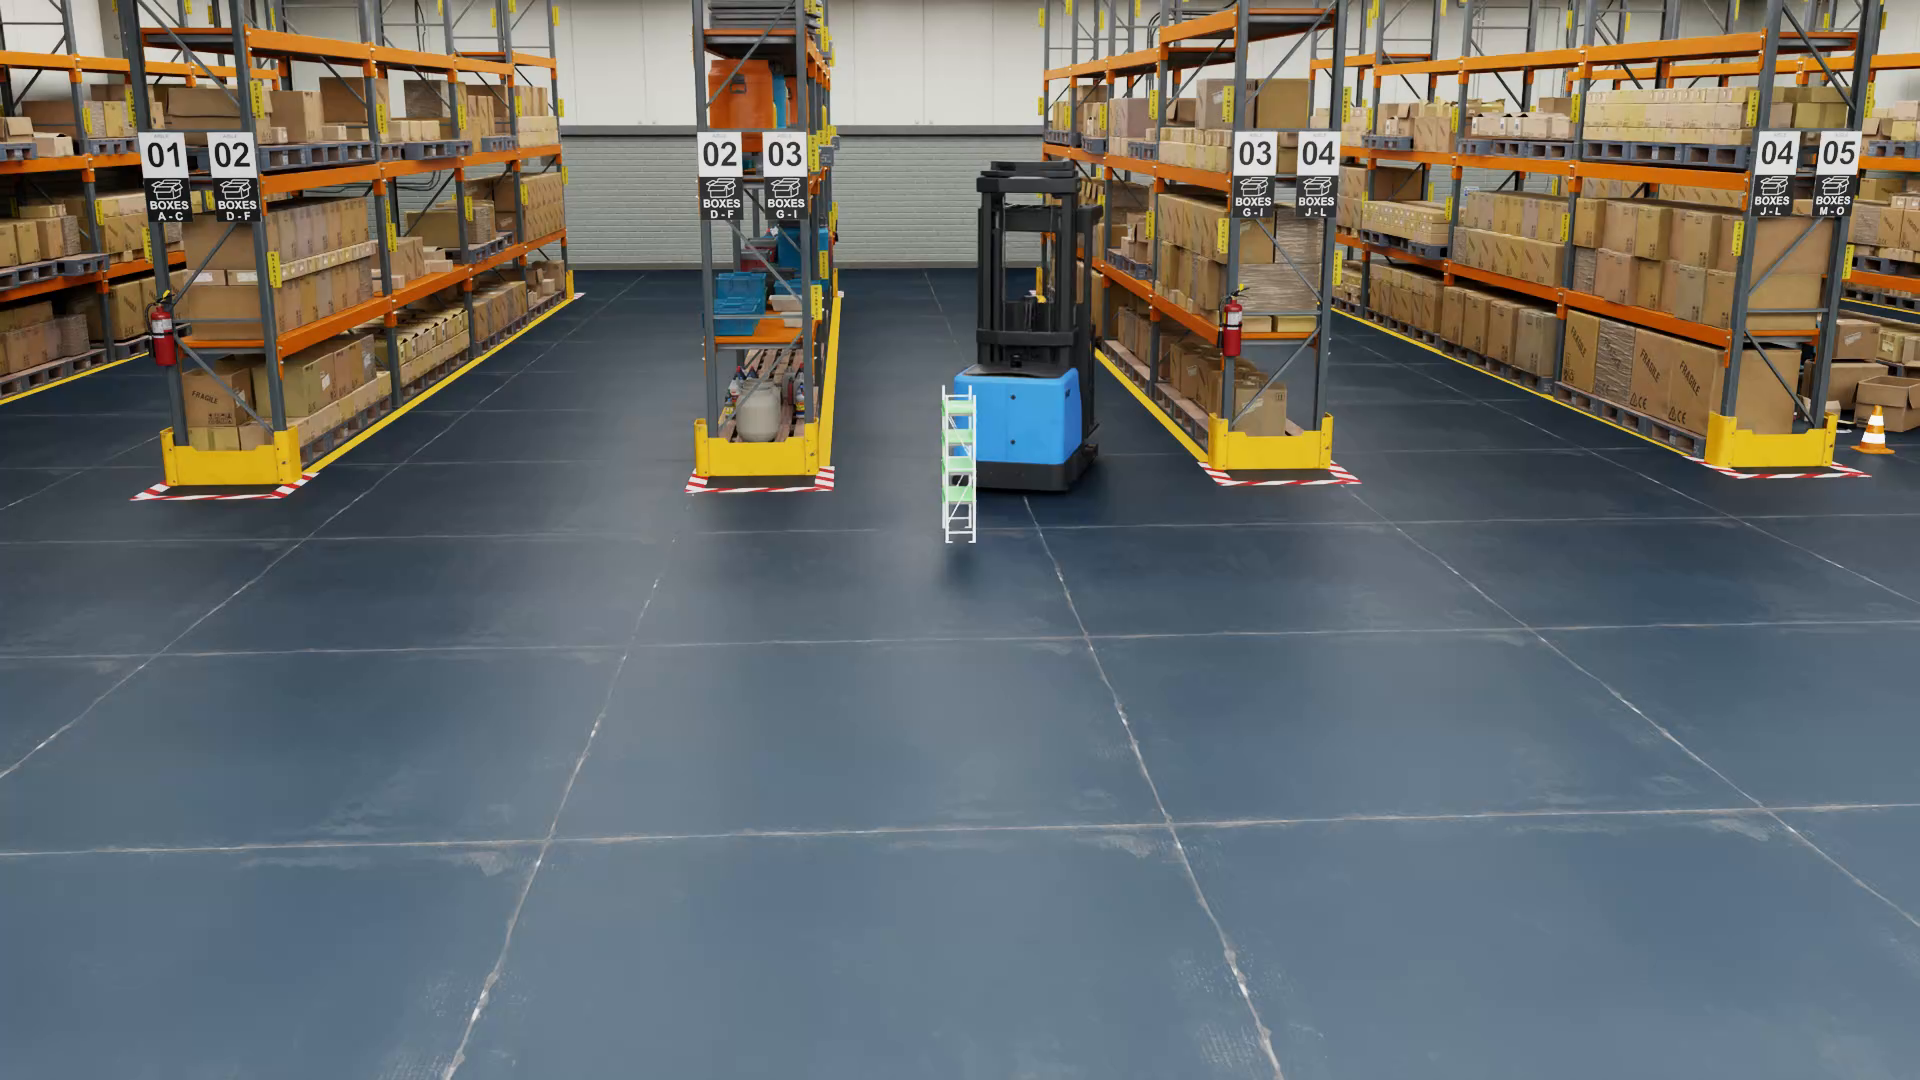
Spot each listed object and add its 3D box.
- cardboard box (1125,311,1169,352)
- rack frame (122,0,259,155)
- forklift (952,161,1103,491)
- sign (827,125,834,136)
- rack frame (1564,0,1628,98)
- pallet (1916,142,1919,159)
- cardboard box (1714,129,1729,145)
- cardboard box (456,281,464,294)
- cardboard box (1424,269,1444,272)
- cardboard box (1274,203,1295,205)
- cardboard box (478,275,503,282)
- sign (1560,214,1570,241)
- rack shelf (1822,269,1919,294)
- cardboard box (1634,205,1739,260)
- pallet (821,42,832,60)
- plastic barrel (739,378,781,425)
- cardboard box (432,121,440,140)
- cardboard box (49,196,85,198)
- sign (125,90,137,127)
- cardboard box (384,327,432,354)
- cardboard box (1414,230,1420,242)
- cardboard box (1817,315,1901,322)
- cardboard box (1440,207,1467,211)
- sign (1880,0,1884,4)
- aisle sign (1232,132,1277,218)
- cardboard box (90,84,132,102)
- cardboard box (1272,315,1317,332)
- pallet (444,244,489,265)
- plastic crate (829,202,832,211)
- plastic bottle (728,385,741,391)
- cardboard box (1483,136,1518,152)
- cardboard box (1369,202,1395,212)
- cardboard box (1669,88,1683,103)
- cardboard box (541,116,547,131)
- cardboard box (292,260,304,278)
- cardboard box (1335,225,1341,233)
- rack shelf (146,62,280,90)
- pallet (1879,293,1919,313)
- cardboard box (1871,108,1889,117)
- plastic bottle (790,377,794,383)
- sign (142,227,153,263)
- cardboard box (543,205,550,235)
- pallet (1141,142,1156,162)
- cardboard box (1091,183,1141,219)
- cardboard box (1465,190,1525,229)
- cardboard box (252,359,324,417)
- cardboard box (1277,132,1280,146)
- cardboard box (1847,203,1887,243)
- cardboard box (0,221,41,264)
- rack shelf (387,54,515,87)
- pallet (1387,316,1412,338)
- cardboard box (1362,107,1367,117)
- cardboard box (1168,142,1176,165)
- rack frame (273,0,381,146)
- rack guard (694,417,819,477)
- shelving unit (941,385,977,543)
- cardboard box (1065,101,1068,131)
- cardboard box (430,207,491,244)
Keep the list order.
[{"bbox_3d":[2.658,-2.856,22.740,0.700,0.500,0.500,-2,15,-8],"label":"cardboard box"},{"bbox_3d":[-6.842,-4.921,14.594,1.000,3.000,0.127,-1,14,-3],"label":"rack frame"},{"bbox_3d":[0.766,-2.182,16.126,1.130,2.935,3.031,3,15,13],"label":"forklift"},{"bbox_3d":[-2.092,-6.541,26.890,0.100,0.325,0.005,-1,14,-3],"label":"sign"},{"bbox_3d":[11.945,-9.205,31.245,1.000,3.000,0.127,-1,14,-3],"label":"rack frame"},{"bbox_3d":[12.757,-4.832,20.646,1.213,0.211,1.003,-1,14,-3],"label":"pallet"},{"bbox_3d":[7.629,-3.942,16.269,0.380,0.149,0.250,-1,14,-3],"label":"cardboard box"},{"bbox_3d":[-7.705,-3.868,25.170,0.500,0.250,0.500,-1,14,-4],"label":"cardboard box"},{"bbox_3d":[7.623,-4.119,26.184,0.500,0.250,0.500,-2,15,-6],"label":"cardboard box"},{"bbox_3d":[3.227,-3.234,17.273,0.500,0.500,0.500,-1,14,-3],"label":"cardboard box"},{"bbox_3d":[-7.904,-4.140,27.731,0.500,0.500,0.500,-1,14,-3],"label":"cardboard box"},{"bbox_3d":[7.213,-3.726,19.822,0.100,0.325,0.005,-1,14,-3],"label":"sign"},{"bbox_3d":[12.565,-3.465,22.416,1.077,0.370,4.000,-1,14,-3],"label":"rack shelf"},{"bbox_3d":[7.830,-3.314,17.920,0.875,0.550,0.500,-1,14,-3],"label":"cardboard box"},{"bbox_3d":[-2.408,-6.881,23.392,1.213,0.211,1.003,-1,14,-3],"label":"pallet"},{"bbox_3d":[-2.046,-1.377,17.008,0.421,0.512,0.421,0,14,0],"label":"plastic barrel"},{"bbox_3d":[-7.253,-5.477,22.231,0.500,0.250,0.500,-2,15,-8],"label":"cardboard box"},{"bbox_3d":[-12.597,-4.731,23.551,0.500,0.250,0.500,-1,14,-5],"label":"cardboard box"},{"bbox_3d":[-7.384,-3.854,14.848,0.100,0.325,0.005,-1,14,-3],"label":"sign"},{"bbox_3d":[-6.926,-2.514,20.827,0.500,0.311,0.500,-1,14,-5],"label":"cardboard box"},{"bbox_3d":[6.987,-4.532,24.782,0.380,0.149,0.250,-1,14,-2],"label":"cardboard box"},{"bbox_3d":[12.520,-2.917,23.275,0.950,0.372,0.625,-1,14,-5],"label":"cardboard box"},{"bbox_3d":[7.588,-5.023,25.498,0.380,0.149,0.250,0,14,-2],"label":"cardboard box"},{"bbox_3d":[12.982,-7.717,23.428,0.100,0.325,0.005,-1,14,-3],"label":"sign"},{"bbox_3d":[2.750,-3.407,15.530,0.394,0.787,0.004,-1,14,-3],"label":"aisle sign"},{"bbox_3d":[-12.557,-6.642,24.714,0.500,0.250,0.500,-1,14,-5],"label":"cardboard box"},{"bbox_3d":[3.266,-2.121,16.253,0.380,0.149,0.250,-1,14,-3],"label":"cardboard box"},{"bbox_3d":[-7.450,-4.080,23.749,1.213,0.211,1.003,-1,14,-3],"label":"pallet"},{"bbox_3d":[-2.682,-6.036,30.776,0.616,0.435,0.499,-1,14,-3],"label":"plastic crate"},{"bbox_3d":[-2.446,-1.533,18.048,0.152,0.276,0.135,-1,14,-5],"label":"plastic bottle"},{"bbox_3d":[7.737,-5.856,24.046,0.500,0.500,0.500,-1,14,-3],"label":"cardboard box"},{"bbox_3d":[6.847,-5.399,26.958,0.380,0.149,0.250,0,14,-2],"label":"cardboard box"},{"bbox_3d":[7.564,-4.583,17.160,0.380,0.149,0.250,-1,14,-4],"label":"cardboard box"},{"bbox_3d":[-7.489,-7.245,28.941,0.500,0.250,0.500,-1,14,-3],"label":"cardboard box"},{"bbox_3d":[-6.698,-2.670,16.380,0.380,0.149,0.250,-1,14,-4],"label":"cardboard box"},{"bbox_3d":[6.839,-5.537,29.531,0.380,0.149,0.250,-1,14,-2],"label":"cardboard box"},{"bbox_3d":[-12.653,-7.783,27.965,1.077,0.370,4.000,-1,14,-3],"label":"rack shelf"},{"bbox_3d":[17.105,-4.203,29.439,1.003,0.211,1.213,-1,14,-3],"label":"pallet"},{"bbox_3d":[16.775,-7.651,29.925,0.500,0.250,0.500,0,14,-2],"label":"cardboard box"},{"bbox_3d":[-1.887,-1.692,18.651,0.061,0.283,0.133,-1,14,-3],"label":"plastic bottle"},{"bbox_3d":[-7.384,-2.686,15.148,0.100,0.325,0.005,-1,14,-3],"label":"sign"},{"bbox_3d":[-7.442,-5.558,28.907,0.500,0.500,0.500,-1,14,-4],"label":"cardboard box"},{"bbox_3d":[2.866,-4.680,20.051,1.213,0.211,1.003,-1,14,-3],"label":"pallet"},{"bbox_3d":[2.435,-5.203,25.513,0.797,0.503,0.637,0,14,-2],"label":"cardboard box"},{"bbox_3d":[7.524,-4.630,23.293,0.700,0.500,0.500,-1,14,-4],"label":"cardboard box"},{"bbox_3d":[-6.686,-1.512,16.553,0.500,0.500,0.500,-1,14,-3],"label":"cardboard box"},{"bbox_3d":[3.201,-3.940,16.300,0.380,0.149,0.250,-1,14,-4],"label":"cardboard box"},{"bbox_3d":[12.317,-4.329,22.692,0.500,0.500,0.500,-1,14,-2],"label":"cardboard box"},{"bbox_3d":[-12.143,-3.763,21.049,0.700,0.500,0.500,-1,14,-3],"label":"cardboard box"},{"bbox_3d":[-7.462,-6.866,24.399,1.077,0.370,4.000,-1,14,-3],"label":"rack shelf"},{"bbox_3d":[7.387,-3.355,26.144,1.003,0.211,1.213,-1,14,-3],"label":"pallet"},{"bbox_3d":[6.940,-7.158,27.805,0.380,0.149,0.250,-1,14,-2],"label":"cardboard box"},{"bbox_3d":[2.608,-4.295,18.482,0.500,0.250,0.500,-1,14,-4],"label":"cardboard box"},{"bbox_3d":[-7.090,-5.916,18.460,1.000,3.000,0.127,-1,14,-3],"label":"rack frame"},{"bbox_3d":[-1.950,-0.899,16.017,1.175,0.500,0.348,-1,14,-3],"label":"rack guard"},{"bbox_3d":[-0.010,-0.622,13.537,0.258,1.200,0.503,-1,14,-3],"label":"shelving unit"},{"bbox_3d":[2.165,-7.233,28.353,0.700,0.500,0.500,0,14,-1],"label":"cardboard box"},{"bbox_3d":[-7.355,-4.642,24.507,0.700,0.500,0.500,2,15,7],"label":"cardboard box"}]
